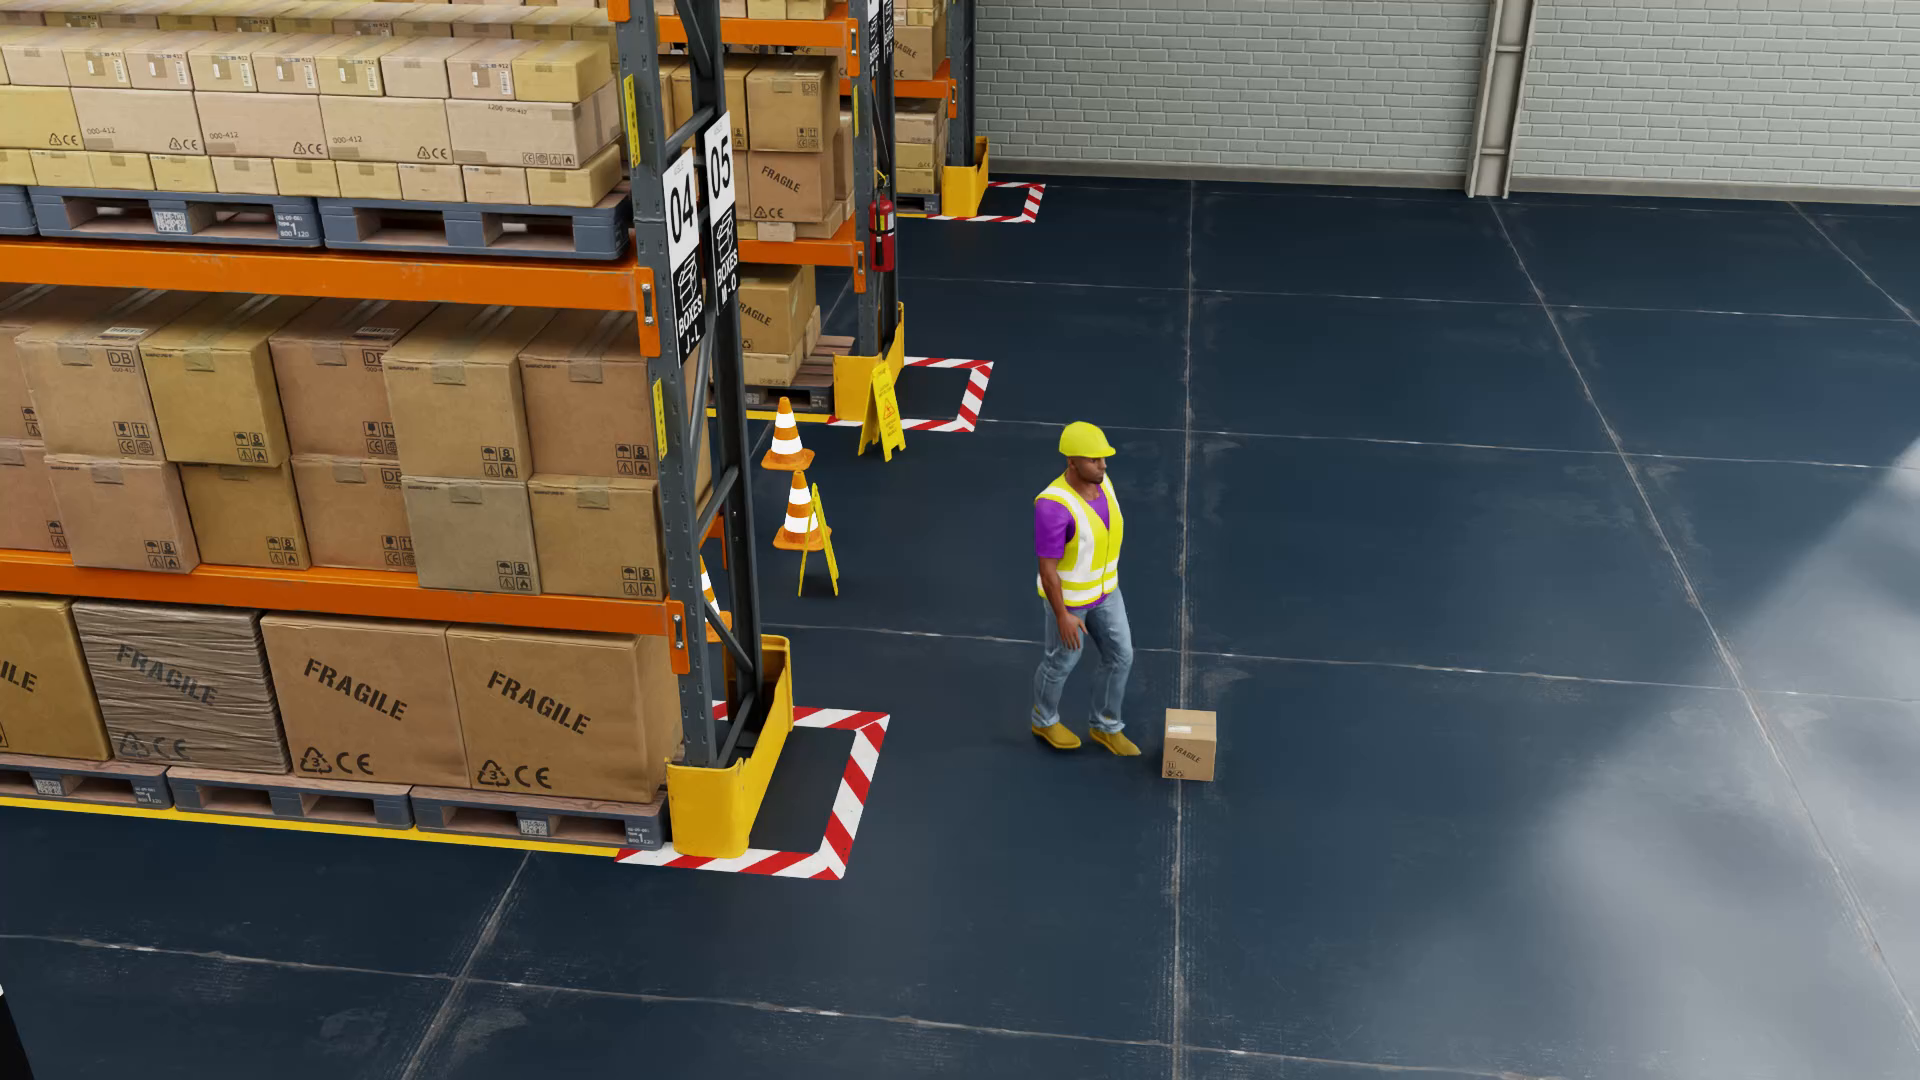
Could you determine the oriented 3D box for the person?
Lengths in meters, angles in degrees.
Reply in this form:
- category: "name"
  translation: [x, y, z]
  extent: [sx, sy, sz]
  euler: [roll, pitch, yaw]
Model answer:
- category: "person"
  translation: [0.687, 0.303, 8.005]
  extent: [0.771, 1.756, 0.586]
  euler: [20, 34, 33]
